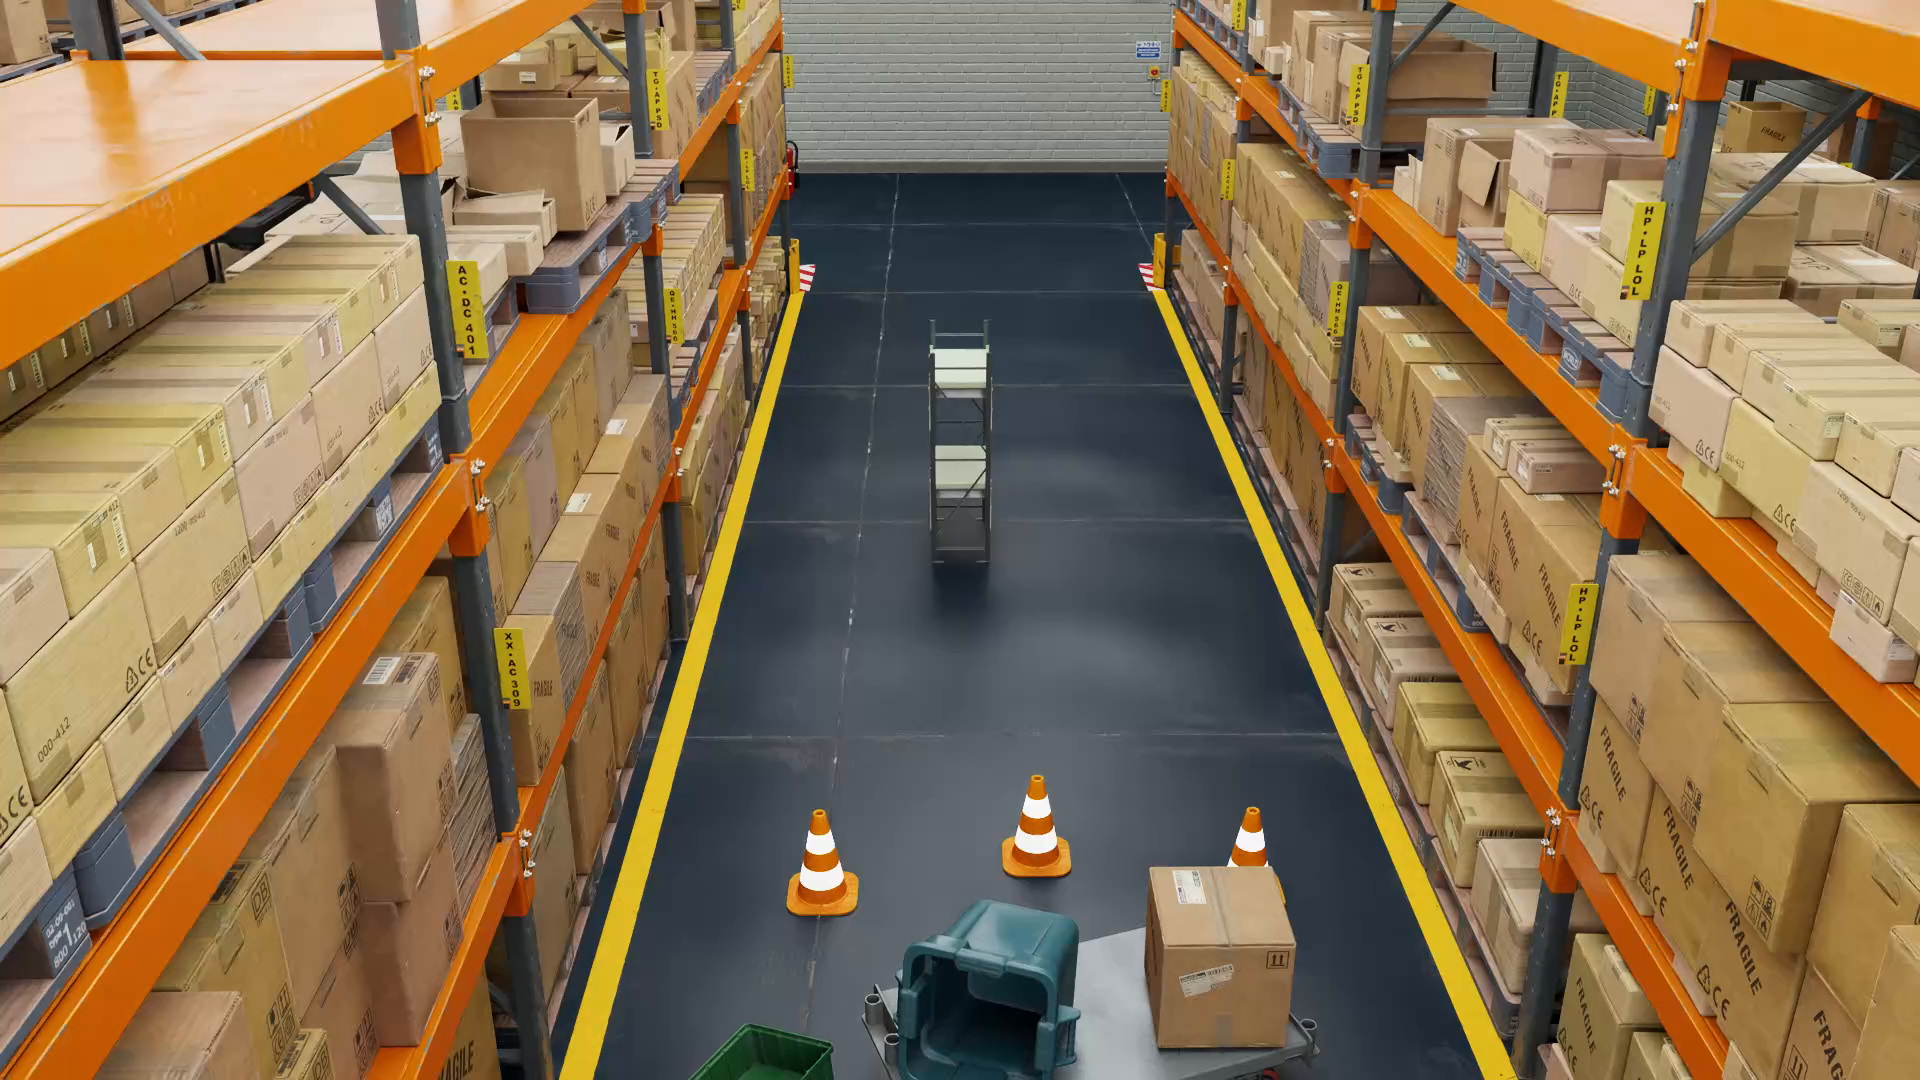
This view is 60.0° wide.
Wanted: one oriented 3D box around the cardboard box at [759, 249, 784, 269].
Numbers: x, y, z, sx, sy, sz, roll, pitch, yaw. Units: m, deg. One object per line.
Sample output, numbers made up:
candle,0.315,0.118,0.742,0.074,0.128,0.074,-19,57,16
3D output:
cardboard box,-1.950,-2.787,16.499,0.380,0.149,0.250,-1,24,-2

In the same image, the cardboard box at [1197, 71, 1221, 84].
cardboard box,2.391,-4.228,15.337,0.380,0.149,0.250,0,24,0

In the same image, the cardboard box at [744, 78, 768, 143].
cardboard box,-2.002,-3.858,14.945,0.500,0.500,0.500,-1,24,-2

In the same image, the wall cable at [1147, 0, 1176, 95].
wall cable,2.579,-6.915,22.127,0.585,1.953,0.123,0,24,-1

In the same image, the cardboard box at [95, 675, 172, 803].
cardboard box,-1.807,0.391,3.279,0.380,0.149,0.250,0,24,-1

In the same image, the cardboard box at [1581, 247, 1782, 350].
cardboard box,2.644,-0.899,6.130,0.500,0.250,0.500,-1,24,-2

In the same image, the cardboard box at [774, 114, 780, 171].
cardboard box,-2.022,-3.835,16.107,0.500,0.500,0.500,-1,24,-1

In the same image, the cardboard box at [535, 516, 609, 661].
cardboard box,-1.899,0.217,7.508,0.500,0.500,0.500,0,24,-1

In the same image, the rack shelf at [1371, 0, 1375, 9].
rack shelf,2.730,-3.865,10.734,1.077,0.370,4.000,0,24,-1

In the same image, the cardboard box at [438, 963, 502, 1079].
cardboard box,-2.217,1.931,5.909,0.875,0.875,0.875,0,24,0

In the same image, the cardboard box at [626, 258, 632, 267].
cardboard box,-2.689,-2.097,12.542,0.380,0.149,0.250,0,24,0

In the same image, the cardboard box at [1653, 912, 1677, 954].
cardboard box,2.566,1.290,5.563,0.380,0.149,0.250,0,24,-1

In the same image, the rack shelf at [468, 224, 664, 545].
rack shelf,-2.175,-0.968,7.484,1.077,0.370,4.000,0,24,-1

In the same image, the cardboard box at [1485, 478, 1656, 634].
cardboard box,2.554,0.065,6.975,0.500,0.500,0.500,0,24,0

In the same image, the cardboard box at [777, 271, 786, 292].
cardboard box,-1.966,-2.621,16.855,0.380,0.149,0.250,0,24,1

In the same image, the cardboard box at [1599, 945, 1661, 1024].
cardboard box,2.473,1.551,5.810,0.380,0.149,0.250,0,24,0

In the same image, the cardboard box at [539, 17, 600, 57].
cardboard box,-2.496,-3.210,10.517,0.396,0.266,0.258,0,24,-1

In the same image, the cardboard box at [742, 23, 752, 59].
cardboard box,-1.997,-4.098,13.714,0.500,0.250,0.500,-1,24,-1

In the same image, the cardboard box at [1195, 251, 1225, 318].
cardboard box,2.790,-2.489,16.213,0.875,0.438,0.875,0,24,1

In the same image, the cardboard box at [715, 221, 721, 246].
cardboard box,-2.035,-2.343,12.724,0.380,0.149,0.250,0,24,0

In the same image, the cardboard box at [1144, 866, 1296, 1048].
cardboard box,1.016,1.645,6.587,0.500,0.500,0.500,0,24,-1

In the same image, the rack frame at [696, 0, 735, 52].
rack frame,-2.241,-5.135,12.184,1.000,3.000,0.127,0,24,-1

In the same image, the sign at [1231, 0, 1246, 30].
sign,2.153,-4.101,12.814,0.100,0.325,0.005,0,24,-1

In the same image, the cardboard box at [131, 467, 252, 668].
cardboard box,-1.876,0.048,3.553,0.500,0.250,0.500,0,24,-1

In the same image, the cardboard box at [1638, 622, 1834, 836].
cardboard box,2.567,0.587,5.116,0.700,0.500,0.500,0,24,0

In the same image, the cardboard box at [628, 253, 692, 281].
cardboard box,-2.024,-1.834,11.239,0.380,0.149,0.250,0,24,1

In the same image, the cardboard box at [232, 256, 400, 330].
cardboard box,-1.828,-0.704,4.733,0.380,0.149,0.250,0,24,-1

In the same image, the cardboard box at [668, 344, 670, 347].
cardboard box,-2.007,-1.278,10.369,0.380,0.149,0.250,1,24,2

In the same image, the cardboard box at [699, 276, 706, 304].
cardboard box,-2.021,-1.779,11.839,0.380,0.149,0.250,1,24,2

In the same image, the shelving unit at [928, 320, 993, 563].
shelving unit,0.000,-0.681,11.435,0.431,1.500,0.755,0,24,-1

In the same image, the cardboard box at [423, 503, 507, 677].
cardboard box,-2.165,0.189,6.357,0.700,0.500,0.500,-1,24,-1

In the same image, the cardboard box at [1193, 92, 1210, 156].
cardboard box,2.417,-3.785,15.145,0.500,0.500,0.500,0,24,0

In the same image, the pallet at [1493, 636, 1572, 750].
pallet,2.932,0.603,7.010,1.003,0.211,1.213,0,24,-1

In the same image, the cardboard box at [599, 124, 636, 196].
cardboard box,-1.886,-1.887,8.120,0.500,0.311,0.500,0,24,-1

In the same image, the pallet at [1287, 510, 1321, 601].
pallet,2.818,0.128,11.211,1.003,0.211,1.213,0,24,-1

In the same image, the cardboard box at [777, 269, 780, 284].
cardboard box,-1.986,-2.648,16.553,0.380,0.149,0.250,-1,24,-3

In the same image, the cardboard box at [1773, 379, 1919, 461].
cardboard box,2.474,-0.329,4.535,0.380,0.149,0.250,0,24,-1

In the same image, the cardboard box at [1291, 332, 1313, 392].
cardboard box,2.465,-1.167,10.872,0.500,0.250,0.500,0,24,0

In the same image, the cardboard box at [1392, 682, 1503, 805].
cardboard box,2.766,1.038,8.494,0.950,0.372,0.625,1,24,1

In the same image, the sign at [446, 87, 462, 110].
sign,-2.740,-2.354,9.048,0.100,0.325,0.005,0,24,-1

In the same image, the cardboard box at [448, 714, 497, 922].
cardboard box,-2.138,0.978,5.765,0.875,0.550,0.550,0,24,-1

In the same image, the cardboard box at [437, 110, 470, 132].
cardboard box,-2.409,-2.017,8.407,0.500,0.311,0.500,0,24,0

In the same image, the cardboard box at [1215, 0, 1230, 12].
cardboard box,2.536,-4.932,14.622,0.500,0.500,0.500,0,24,0

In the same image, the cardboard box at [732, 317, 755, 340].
cardboard box,-1.981,-1.822,14.366,0.380,0.149,0.250,1,24,2

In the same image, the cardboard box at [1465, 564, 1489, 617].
cardboard box,2.483,0.223,7.411,0.380,0.149,0.250,0,24,0

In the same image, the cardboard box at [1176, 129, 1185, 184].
cardboard box,2.416,-3.752,16.285,0.500,0.500,0.500,-1,24,-1

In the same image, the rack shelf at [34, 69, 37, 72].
rack shelf,-7.223,-4.284,14.815,1.077,0.370,4.000,0,24,-1

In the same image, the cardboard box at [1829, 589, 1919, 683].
cardboard box,2.480,0.240,4.245,0.380,0.149,0.250,-1,24,-2

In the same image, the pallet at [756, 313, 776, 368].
pallet,-2.300,-1.912,15.721,1.003,0.211,1.213,0,24,-1

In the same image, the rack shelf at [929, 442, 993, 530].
rack shelf,0.000,-0.384,11.569,0.431,0.370,0.720,0,24,-1

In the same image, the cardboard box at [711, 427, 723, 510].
cardboard box,-1.969,-0.517,11.777,0.500,0.500,0.500,-1,24,-2

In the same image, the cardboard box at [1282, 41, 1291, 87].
cardboard box,2.378,-3.208,11.217,0.396,0.266,0.258,2,24,4

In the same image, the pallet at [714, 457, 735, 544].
pallet,-2.215,-0.306,12.171,1.003,0.211,1.213,0,24,-1

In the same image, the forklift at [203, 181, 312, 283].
forklift,-4.671,-1.109,10.646,1.130,2.935,3.031,0,24,0

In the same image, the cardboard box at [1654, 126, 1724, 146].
cardboard box,7.363,-4.017,16.812,0.500,0.250,0.500,0,24,0

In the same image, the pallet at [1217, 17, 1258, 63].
pallet,2.709,-4.129,13.707,1.003,0.211,1.213,0,24,-1

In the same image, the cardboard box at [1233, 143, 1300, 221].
cardboard box,2.425,-2.784,12.931,0.500,0.500,0.500,0,24,0

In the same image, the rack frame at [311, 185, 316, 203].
rack frame,-7.245,-4.069,17.108,1.000,3.000,0.127,0,24,-1
